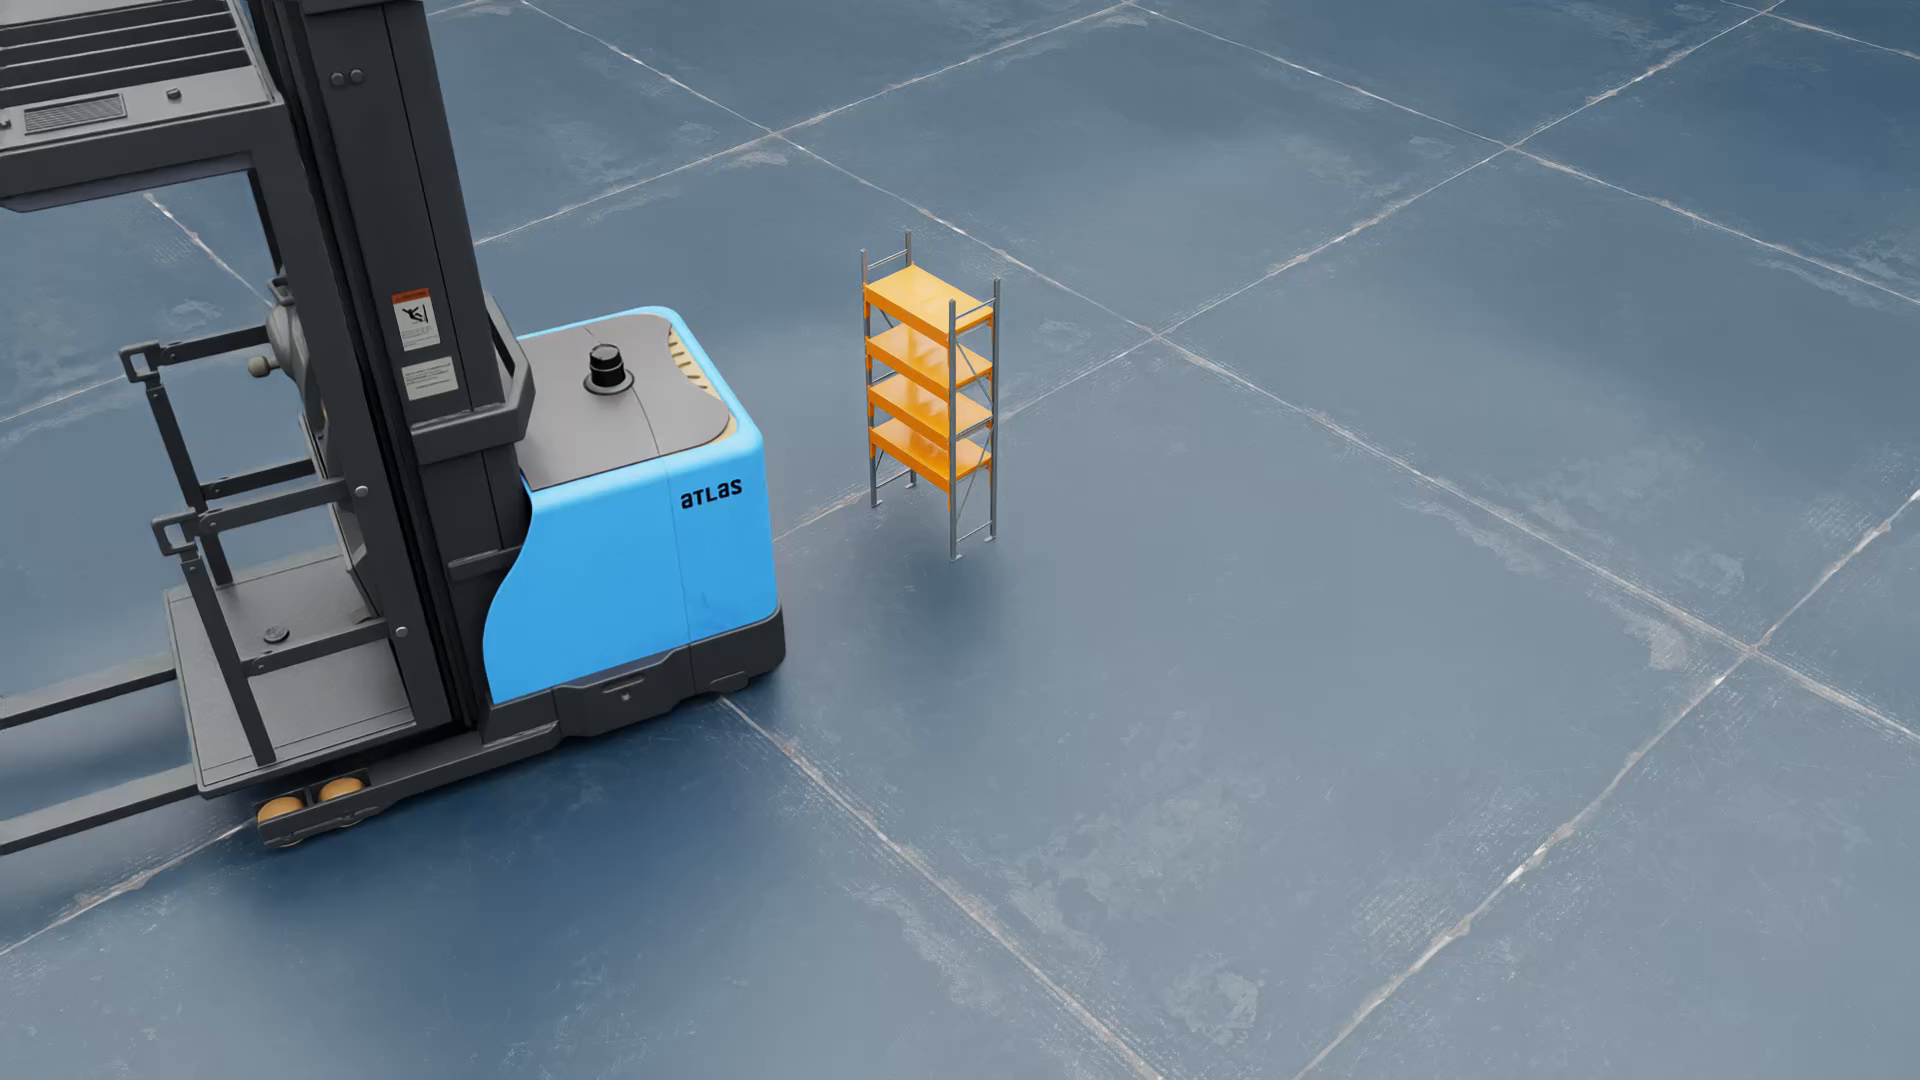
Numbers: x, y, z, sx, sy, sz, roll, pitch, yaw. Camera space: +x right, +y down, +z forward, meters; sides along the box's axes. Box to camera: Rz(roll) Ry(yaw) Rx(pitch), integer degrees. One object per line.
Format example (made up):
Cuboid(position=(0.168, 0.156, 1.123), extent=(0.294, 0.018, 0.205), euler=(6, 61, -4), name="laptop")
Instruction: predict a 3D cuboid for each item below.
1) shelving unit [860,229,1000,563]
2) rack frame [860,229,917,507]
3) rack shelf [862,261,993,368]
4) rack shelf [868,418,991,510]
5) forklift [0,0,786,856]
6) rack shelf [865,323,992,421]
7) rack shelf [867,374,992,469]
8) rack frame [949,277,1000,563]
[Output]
Cuboid(position=(-0.112, -0.543, 6.468), extent=(0.258, 1.200, 0.503), euler=(-30, 48, -32), name="shelving unit")
Cuboid(position=(-0.277, -0.656, 6.608), extent=(0.240, 1.200, 0.015), euler=(-30, 48, -32), name="rack frame")
Cuboid(position=(-0.112, -0.849, 6.221), extent=(0.258, 0.148, 0.480), euler=(-30, 48, -32), name="rack shelf")
Cuboid(position=(-0.112, -0.337, 6.635), extent=(0.258, 0.148, 0.480), euler=(-30, 48, -32), name="rack shelf")
Cuboid(position=(-2.194, -0.508, 5.046), extent=(3.031, 2.935, 1.130), euler=(-17, 42, -20), name="forklift")
Cuboid(position=(-0.112, -0.665, 6.370), extent=(0.258, 0.148, 0.480), euler=(-30, 48, -32), name="rack shelf")
Cuboid(position=(-0.112, -0.491, 6.510), extent=(0.258, 0.148, 0.480), euler=(-30, 48, -32), name="rack shelf")
Cuboid(position=(0.053, -0.430, 6.328), extent=(0.240, 1.200, 0.015), euler=(-30, 48, -32), name="rack frame")
